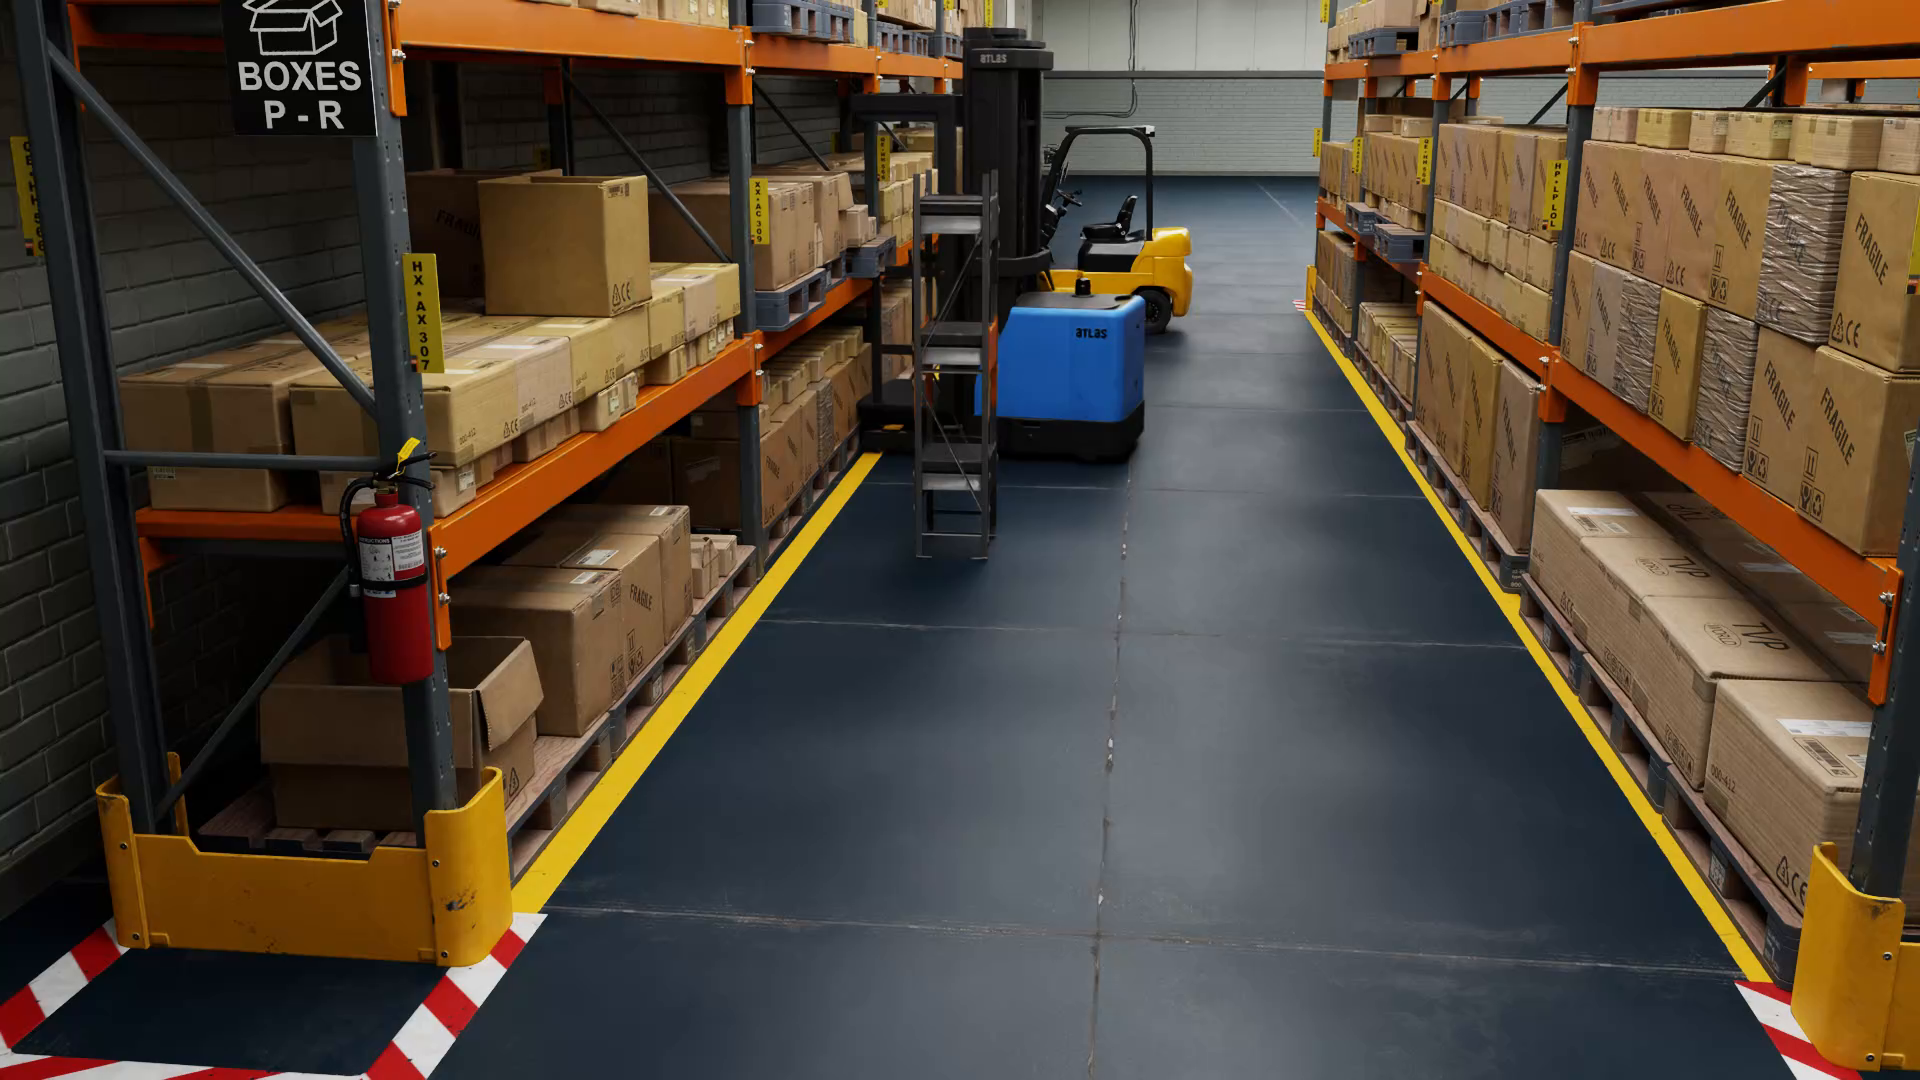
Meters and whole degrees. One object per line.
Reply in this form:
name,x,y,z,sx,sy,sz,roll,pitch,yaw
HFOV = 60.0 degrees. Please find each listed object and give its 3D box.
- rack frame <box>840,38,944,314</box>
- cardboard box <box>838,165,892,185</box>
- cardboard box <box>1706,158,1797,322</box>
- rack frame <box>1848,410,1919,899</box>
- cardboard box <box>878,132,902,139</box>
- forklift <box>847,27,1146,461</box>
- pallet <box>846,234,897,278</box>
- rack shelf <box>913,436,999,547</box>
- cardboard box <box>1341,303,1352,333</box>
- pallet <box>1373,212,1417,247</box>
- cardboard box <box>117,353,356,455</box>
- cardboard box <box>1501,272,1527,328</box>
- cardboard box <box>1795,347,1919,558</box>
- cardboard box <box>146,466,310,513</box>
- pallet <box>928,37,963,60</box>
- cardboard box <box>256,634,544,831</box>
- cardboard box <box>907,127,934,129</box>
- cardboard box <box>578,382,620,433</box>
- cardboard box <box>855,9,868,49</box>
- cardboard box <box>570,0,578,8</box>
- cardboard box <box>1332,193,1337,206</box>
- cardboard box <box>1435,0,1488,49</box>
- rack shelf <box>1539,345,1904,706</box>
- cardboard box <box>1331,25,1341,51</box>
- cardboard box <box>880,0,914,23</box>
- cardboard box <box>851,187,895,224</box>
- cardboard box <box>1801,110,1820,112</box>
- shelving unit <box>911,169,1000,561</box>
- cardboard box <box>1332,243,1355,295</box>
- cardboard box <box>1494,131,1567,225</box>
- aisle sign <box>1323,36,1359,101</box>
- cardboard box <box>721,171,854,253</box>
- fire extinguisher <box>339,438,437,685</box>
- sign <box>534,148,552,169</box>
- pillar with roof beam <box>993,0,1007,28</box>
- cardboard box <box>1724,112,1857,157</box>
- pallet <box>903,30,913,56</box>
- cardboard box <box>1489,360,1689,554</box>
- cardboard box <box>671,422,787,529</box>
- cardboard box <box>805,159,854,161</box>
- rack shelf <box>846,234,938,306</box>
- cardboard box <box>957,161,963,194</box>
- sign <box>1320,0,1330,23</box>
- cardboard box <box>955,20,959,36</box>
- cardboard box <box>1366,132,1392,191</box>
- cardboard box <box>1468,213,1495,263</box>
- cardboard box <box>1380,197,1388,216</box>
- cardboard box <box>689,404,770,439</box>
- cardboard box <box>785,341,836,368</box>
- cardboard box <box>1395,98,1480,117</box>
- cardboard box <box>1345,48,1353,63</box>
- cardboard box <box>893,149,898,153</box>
rack frame,-0.653,-3.327,16.221,1.000,3.000,0.127,2,15,6
cardboard box,-0.743,-2.862,13.066,0.380,0.149,0.250,2,15,8
cardboard box,2.832,-0.997,5.497,0.500,0.500,0.500,2,15,6
rack frame,2.926,-0.070,4.174,1.000,3.000,0.127,2,15,6
cardboard box,-0.815,-4.190,17.408,0.380,0.149,0.250,1,15,5
forklift,-0.202,-2.157,12.024,3.031,2.935,1.130,4,16,15
pallet,-1.111,-2.019,11.751,1.213,0.211,1.003,2,15,6
rack shelf,-0.019,-0.282,9.415,0.431,0.518,0.480,2,15,6
cardboard box,4.080,-2.219,16.584,0.500,0.250,0.500,2,15,9
pallet,4.011,-2.567,13.775,1.003,0.211,1.213,2,15,6
cardboard box,-2.218,-0.413,5.162,0.500,0.250,0.500,2,15,8
cardboard box,3.236,-1.291,8.976,0.500,0.250,0.500,1,15,5
cardboard box,2.717,-0.251,4.652,0.500,0.500,0.500,2,15,7
cardboard box,-2.236,-0.188,5.091,0.380,0.149,0.250,2,15,6
pallet,-0.442,-5.270,17.829,1.003,0.211,1.213,2,15,6
cardboard box,-1.843,0.631,5.558,0.797,0.503,0.637,1,15,4
cardboard box,-0.451,-4.789,19.622,0.380,0.149,0.250,1,15,5
cardboard box,-1.502,-0.504,6.259,0.380,0.149,0.250,1,15,5
cardboard box,-0.921,-3.525,11.493,0.500,0.250,0.500,1,15,4
cardboard box,-1.571,-1.948,5.855,0.380,0.149,0.250,2,15,6
cardboard box,4.292,-3.751,18.270,0.380,0.149,0.250,2,15,8
cardboard box,3.945,-3.886,12.350,0.700,0.500,0.500,2,15,6
rack shelf,3.152,-0.241,6.186,1.077,0.370,4.000,2,15,6
cardboard box,4.343,-5.486,18.174,0.500,0.250,0.500,1,15,5
cardboard box,-0.665,-4.482,13.556,0.500,0.500,0.500,2,15,8
cardboard box,-0.786,-2.566,12.735,0.500,0.250,0.500,2,15,6
cardboard box,3.480,-1.600,6.484,0.380,0.149,0.250,2,15,6
shelving unit,-0.019,-0.971,9.229,0.431,2.100,0.503,2,15,6
cardboard box,4.192,-2.845,17.464,0.500,0.500,0.500,3,15,9
cardboard box,3.306,-2.027,9.304,0.500,0.500,0.500,2,15,8
aisle sign,4.430,-5.500,19.274,0.394,0.787,0.004,2,15,6
cardboard box,-1.104,-2.114,10.730,0.797,0.503,0.637,1,15,5
fire extinguisher,-1.564,0.054,4.578,0.296,0.674,0.183,2,15,6
sign,-2.107,-1.827,8.453,0.100,0.325,0.005,2,15,6
pillar with roof beam,5.133,-11.648,35.501,9.100,9.000,0.400,2,15,6
cardboard box,2.905,-1.413,5.791,0.380,0.149,0.250,2,15,8
pallet,-0.993,-4.116,13.751,1.003,0.211,1.213,2,15,9
cardboard box,3.368,-0.447,8.836,0.875,0.875,0.875,2,15,8
cardboard box,-1.277,-0.367,9.258,0.500,0.500,0.500,2,15,9
cardboard box,-1.124,-3.210,14.352,0.380,0.149,0.250,2,15,7
rack shelf,-0.878,-2.461,14.396,1.077,0.370,4.000,2,15,6
cardboard box,-0.245,-3.750,17.592,0.500,0.500,0.500,2,15,6
sign,4.192,-6.105,19.074,0.100,0.325,0.005,2,15,6
cardboard box,-0.213,-5.212,16.929,0.380,0.149,0.250,2,15,8
cardboard box,3.886,-3.334,14.678,0.500,0.500,0.500,2,15,6
cardboard box,3.328,-1.795,9.885,0.500,0.250,0.500,2,15,7
cardboard box,3.729,-2.792,13.919,0.380,0.149,0.250,2,15,8
cardboard box,-1.250,-0.647,9.049,0.380,0.149,0.250,2,15,9
cardboard box,-1.056,-1.258,11.308,0.380,0.149,0.250,2,15,8
cardboard box,4.545,-3.964,15.900,0.700,0.500,0.500,2,15,6
cardboard box,4.240,-5.065,17.382,0.380,0.149,0.250,1,15,5
cardboard box,-0.840,-3.914,16.956,0.380,0.149,0.250,2,15,8
